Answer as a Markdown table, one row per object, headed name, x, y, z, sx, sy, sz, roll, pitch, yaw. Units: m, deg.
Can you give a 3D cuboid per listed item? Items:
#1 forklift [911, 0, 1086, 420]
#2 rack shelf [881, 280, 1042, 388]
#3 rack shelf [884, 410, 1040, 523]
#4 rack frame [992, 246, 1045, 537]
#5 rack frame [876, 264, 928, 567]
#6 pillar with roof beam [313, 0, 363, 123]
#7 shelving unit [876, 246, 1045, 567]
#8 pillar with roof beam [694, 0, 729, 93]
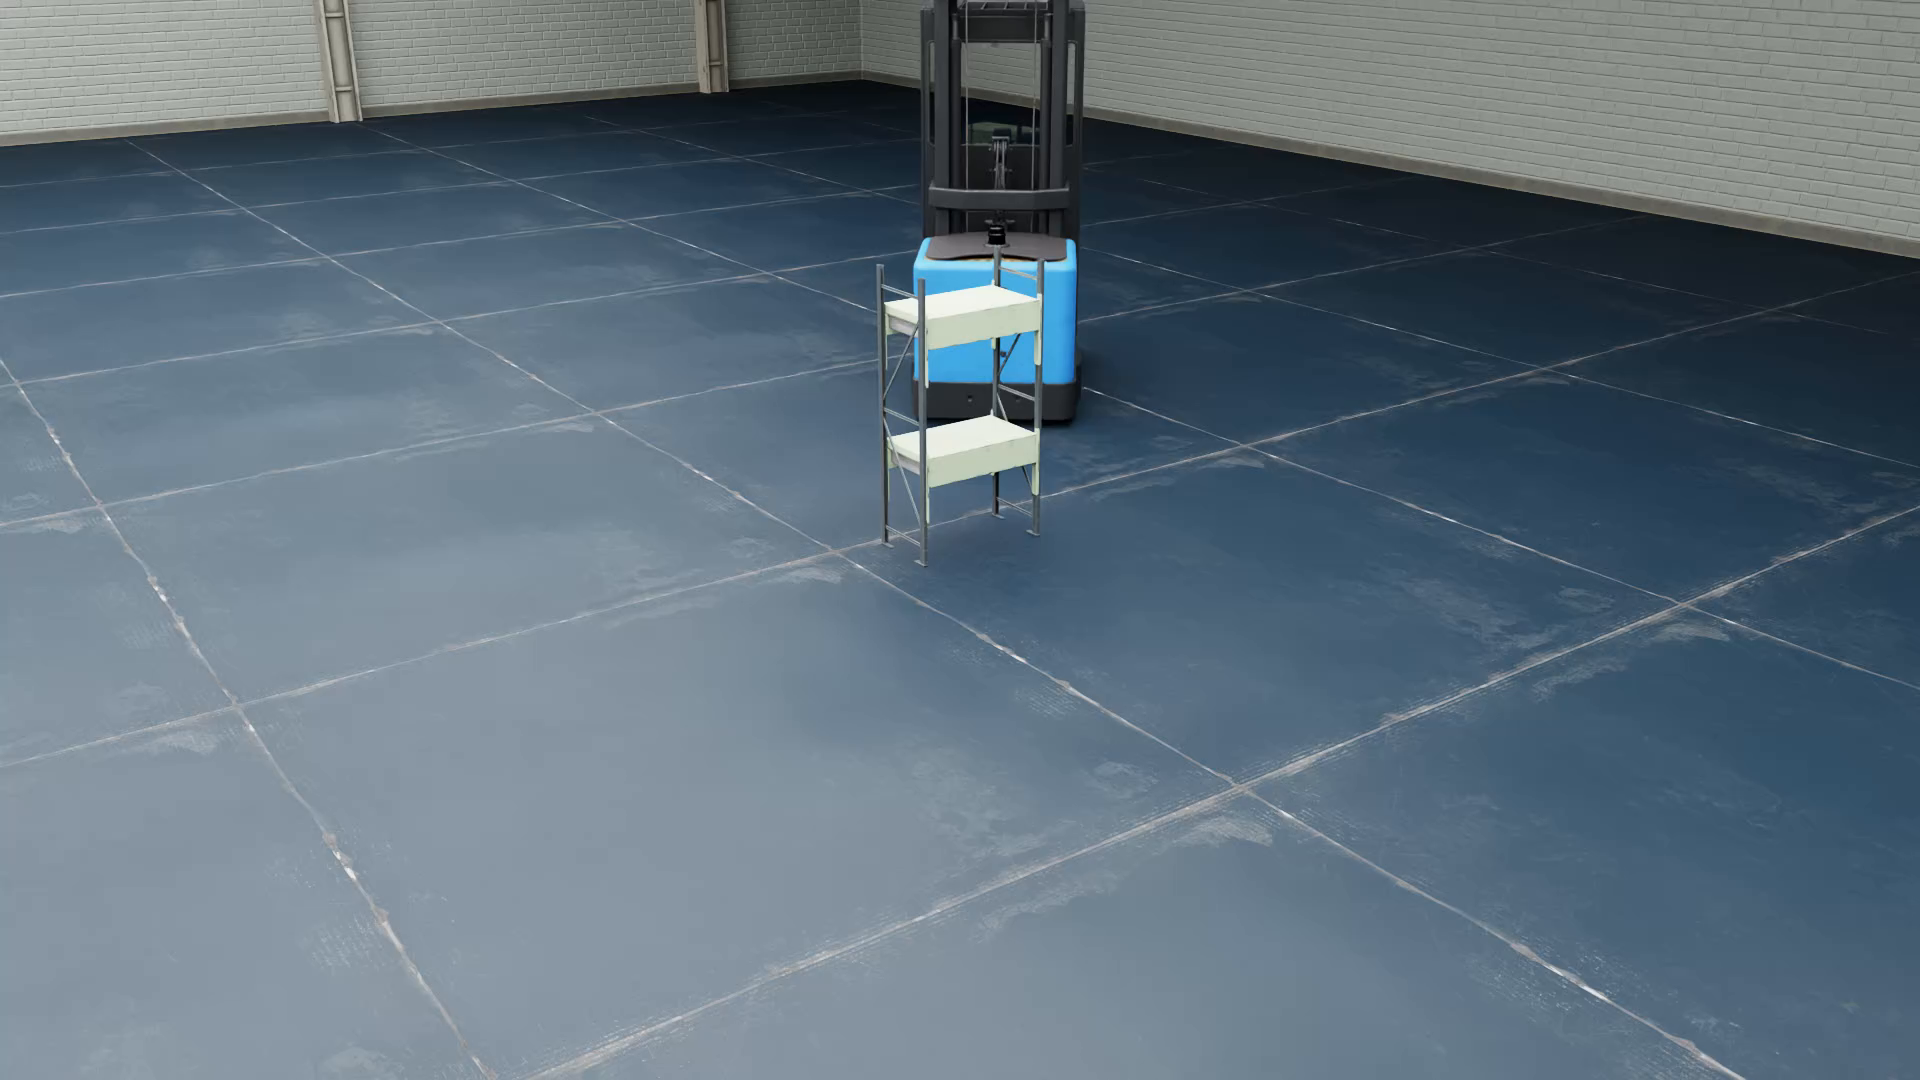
| name | x | y | z | sx | sy | sz | roll | pitch | yaw |
| --- | --- | --- | --- | --- | --- | --- | --- | --- | --- |
| forklift | 0.295 | -2.628 | 11.527 | 1.130 | 2.935 | 3.031 | 1 | 22 | 3 |
| rack shelf | 0.005 | -1.061 | 8.477 | 0.720 | 0.370 | 0.431 | -15 | 26 | -33 |
| rack shelf | 0.005 | -0.395 | 8.743 | 0.720 | 0.370 | 0.431 | -15 | 26 | -33 |
| rack frame | 0.303 | -0.777 | 8.821 | 0.023 | 1.500 | 0.400 | -15 | 26 | -33 |
| rack frame | -0.292 | -0.619 | 8.424 | 0.023 | 1.500 | 0.400 | -15 | 26 | -33 |
| pillar with roof beam | -6.411 | -8.984 | 19.268 | 0.400 | 9.000 | 9.100 | -15 | 26 | -33 |
| shelving unit | 0.005 | -0.698 | 8.622 | 0.755 | 1.500 | 0.431 | -15 | 26 | -33 |
| pillar with roof beam | -1.541 | -10.282 | 22.523 | 0.400 | 9.000 | 9.100 | -15 | 26 | -33 |
